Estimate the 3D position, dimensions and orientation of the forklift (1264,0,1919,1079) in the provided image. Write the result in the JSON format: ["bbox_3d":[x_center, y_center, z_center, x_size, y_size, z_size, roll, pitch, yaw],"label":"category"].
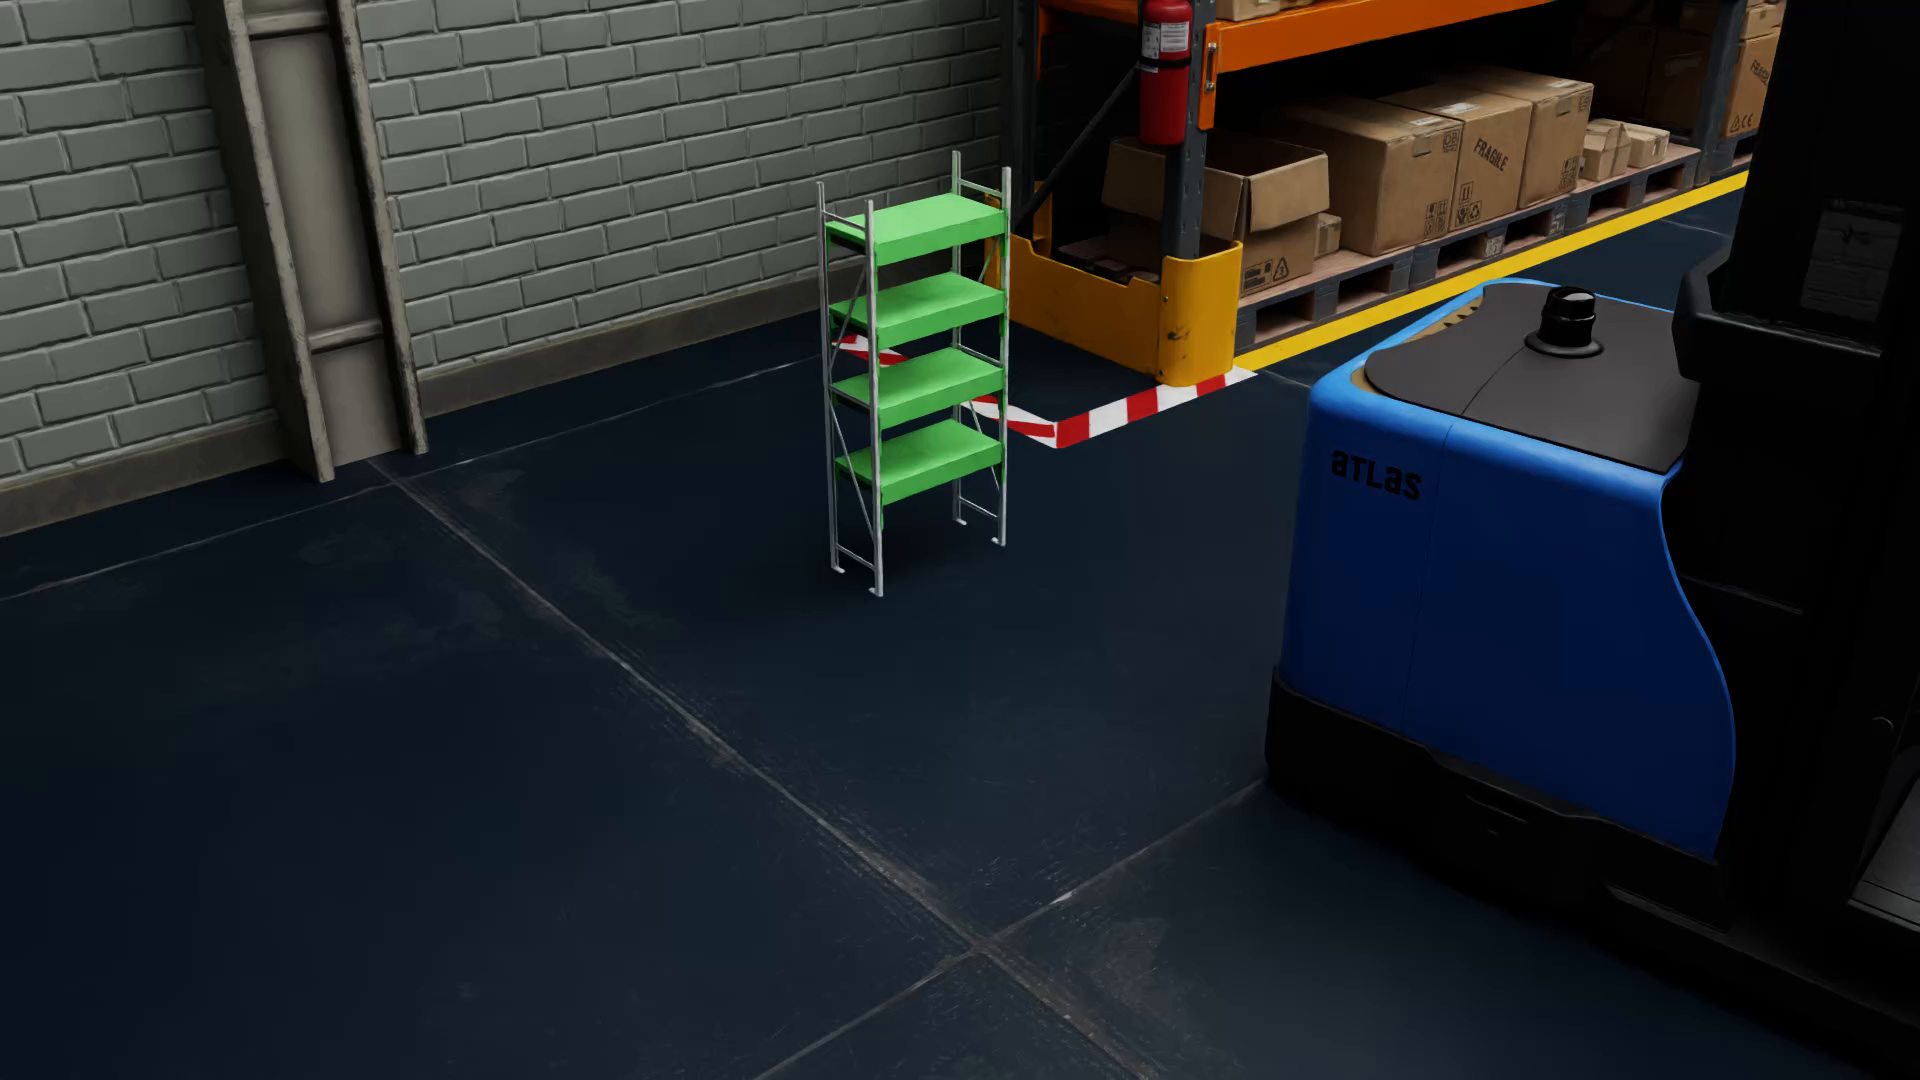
[{"bbox_3d":[2.201,-0.414,2.915,3.031,2.935,1.130,22,35,35],"label":"forklift"}]

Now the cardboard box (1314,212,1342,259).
[{"bbox_3d":[1.402,-1.328,7.132,0.250,0.149,0.380,-24,36,-37],"label":"cardboard box"}]

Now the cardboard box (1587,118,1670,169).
[{"bbox_3d":[3.337,-2.007,8.402,0.250,0.149,0.380,-23,36,-36],"label":"cardboard box"}]

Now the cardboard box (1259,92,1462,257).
[{"bbox_3d":[1.729,-1.614,7.295,0.500,0.500,0.700,-20,34,-33],"label":"cardboard box"}]

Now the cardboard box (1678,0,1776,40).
[{"bbox_3d":[4.015,-2.738,8.709,0.250,0.149,0.380,-20,34,-33],"label":"cardboard box"}]

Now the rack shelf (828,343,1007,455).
[{"bbox_3d":[-0.126,-0.422,4.903,0.480,0.148,0.258,-22,35,-35],"label":"rack shelf"}]

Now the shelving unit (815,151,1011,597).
[{"bbox_3d":[-0.126,-0.479,4.872,0.503,1.200,0.258,-22,35,-35],"label":"shelving unit"}]

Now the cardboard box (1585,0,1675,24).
[{"bbox_3d":[3.663,-2.939,9.086,0.250,0.149,0.380,-24,36,-37],"label":"cardboard box"}]

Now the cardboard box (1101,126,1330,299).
[{"bbox_3d":[1.054,-1.368,6.831,0.637,0.503,0.797,-24,36,-37],"label":"cardboard box"}]

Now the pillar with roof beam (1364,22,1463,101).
[{"bbox_3d":[5.249,-4.567,4.249,0.400,9.000,9.100,-22,35,-35],"label":"pillar with roof beam"}]

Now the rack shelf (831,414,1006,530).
[{"bbox_3d":[-0.126,-0.211,5.016,0.480,0.148,0.258,-22,35,-35],"label":"rack shelf"}]

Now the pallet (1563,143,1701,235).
[{"bbox_3d":[3.047,-1.915,8.610,1.213,0.211,1.003,-22,35,-35],"label":"pallet"}]

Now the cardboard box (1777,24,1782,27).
[{"bbox_3d":[4.482,-2.671,9.272,0.500,0.500,0.500,-22,35,-36],"label":"cardboard box"}]

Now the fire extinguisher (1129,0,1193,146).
[{"bbox_3d":[0.715,-1.722,5.767,0.183,0.674,0.296,-22,35,-35],"label":"fire extinguisher"}]

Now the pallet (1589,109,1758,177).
[{"bbox_3d":[4.164,-2.387,9.493,1.213,0.211,1.003,-22,35,-35],"label":"pallet"}]

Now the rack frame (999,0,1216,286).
[{"bbox_3d":[0.527,-2.131,6.055,0.127,3.000,1.000,-22,35,-35],"label":"rack frame"}]

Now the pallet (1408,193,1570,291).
[{"bbox_3d":[2.118,-1.540,7.908,1.213,0.211,1.003,-22,35,-35],"label":"pallet"}]

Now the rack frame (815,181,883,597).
[{"bbox_3d":[-0.312,-0.404,4.733,0.015,1.200,0.240,-22,35,-35],"label":"rack frame"}]

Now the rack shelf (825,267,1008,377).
[{"bbox_3d":[-0.126,-0.634,4.789,0.480,0.148,0.258,-22,35,-35],"label":"rack shelf"}]

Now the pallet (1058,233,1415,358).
[{"bbox_3d":[1.190,-1.169,7.213,1.213,0.211,1.003,-22,35,-35],"label":"pallet"}]

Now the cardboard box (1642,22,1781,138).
[{"bbox_3d":[4.084,-2.505,8.961,0.500,0.500,0.500,-20,34,-33],"label":"cardboard box"}]

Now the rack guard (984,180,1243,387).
[{"bbox_3d":[0.585,-1.052,6.688,0.348,0.500,1.175,-22,35,-35],"label":"rack guard"}]

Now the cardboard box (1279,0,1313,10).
[{"bbox_3d":[1.118,-2.117,6.295,0.250,0.149,0.380,-21,35,-34],"label":"cardboard box"}]

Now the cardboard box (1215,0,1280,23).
[{"bbox_3d":[0.955,-2.022,6.118,0.250,0.149,0.380,-22,35,-35],"label":"cardboard box"}]

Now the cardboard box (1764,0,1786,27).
[{"bbox_3d":[4.176,-2.850,8.919,0.250,0.149,0.380,-23,36,-36],"label":"cardboard box"}]

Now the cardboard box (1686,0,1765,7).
[{"bbox_3d":[3.976,-2.891,8.680,0.250,0.149,0.380,-23,35,-36],"label":"cardboard box"}]

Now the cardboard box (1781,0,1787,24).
[{"bbox_3d":[4.364,-2.933,9.074,0.250,0.149,0.380,-24,36,-37],"label":"cardboard box"}]

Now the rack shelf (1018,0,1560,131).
[{"bbox_3d":[2.048,-2.426,7.370,4.000,0.370,1.077,-22,35,-35],"label":"rack shelf"}]

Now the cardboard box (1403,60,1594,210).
[{"bbox_3d":[2.519,-1.932,7.889,0.500,0.500,0.700,-23,36,-37],"label":"cardboard box"}]

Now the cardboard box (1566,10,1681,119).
[{"bbox_3d":[3.751,-2.694,9.315,0.500,0.500,0.500,-22,35,-35],"label":"cardboard box"}]

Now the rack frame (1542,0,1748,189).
[{"bbox_3d":[3.570,-3.355,8.345,0.127,3.000,1.000,-22,35,-35],"label":"rack frame"}]

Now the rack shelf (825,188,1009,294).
[{"bbox_3d":[-0.126,-0.846,4.676,0.480,0.148,0.258,-22,35,-35],"label":"rack shelf"}]

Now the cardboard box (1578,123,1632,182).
[{"bbox_3d":[3.065,-1.949,8.170,0.258,0.266,0.396,-20,34,-33],"label":"cardboard box"}]

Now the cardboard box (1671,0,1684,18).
[{"bbox_3d":[3.859,-3.022,9.241,0.250,0.149,0.380,-22,35,-35],"label":"cardboard box"}]

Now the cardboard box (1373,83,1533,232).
[{"bbox_3d":[2.196,-1.740,7.531,0.500,0.500,0.500,-21,35,-34],"label":"cardboard box"}]

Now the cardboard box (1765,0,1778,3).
[{"bbox_3d":[4.182,-2.966,8.820,0.250,0.149,0.380,-24,36,-37],"label":"cardboard box"}]

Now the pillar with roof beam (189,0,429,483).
[{"bbox_3d":[0.685,-2.732,0.814,0.400,9.000,9.100,-22,35,-35],"label":"pillar with roof beam"}]

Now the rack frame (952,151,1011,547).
[{"bbox_3d":[0.060,-0.553,5.012,0.015,1.200,0.240,-22,35,-35],"label":"rack frame"}]
